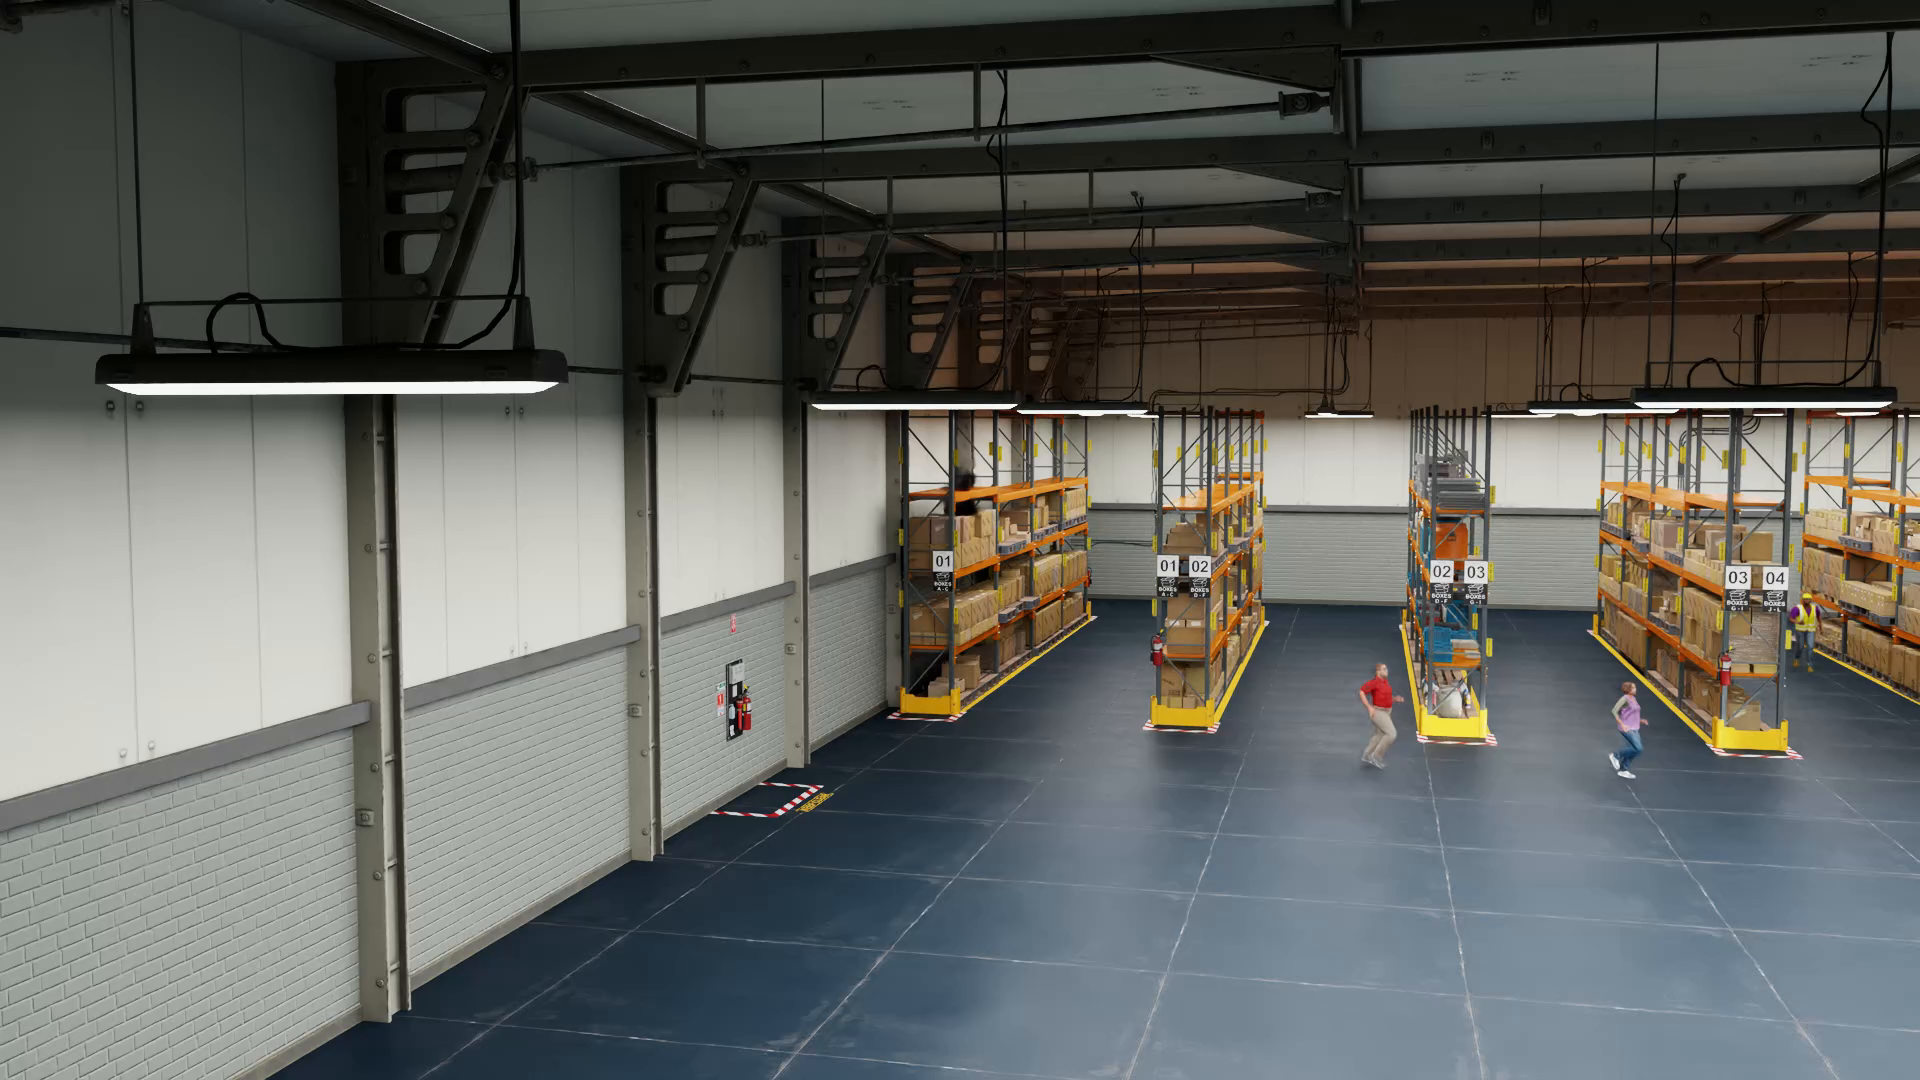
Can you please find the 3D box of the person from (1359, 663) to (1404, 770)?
[{"bbox_3d":[6.965,2.907,27.403,0.703,1.748,0.636,3,5,33],"label":"person"}]

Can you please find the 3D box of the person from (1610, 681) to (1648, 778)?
[{"bbox_3d":[10.734,3.042,26.650,0.539,1.558,0.542,4,6,45],"label":"person"}]

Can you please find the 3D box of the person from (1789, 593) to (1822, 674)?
[{"bbox_3d":[19.350,2.103,38.065,0.722,1.794,0.864,1,4,13],"label":"person"}]
